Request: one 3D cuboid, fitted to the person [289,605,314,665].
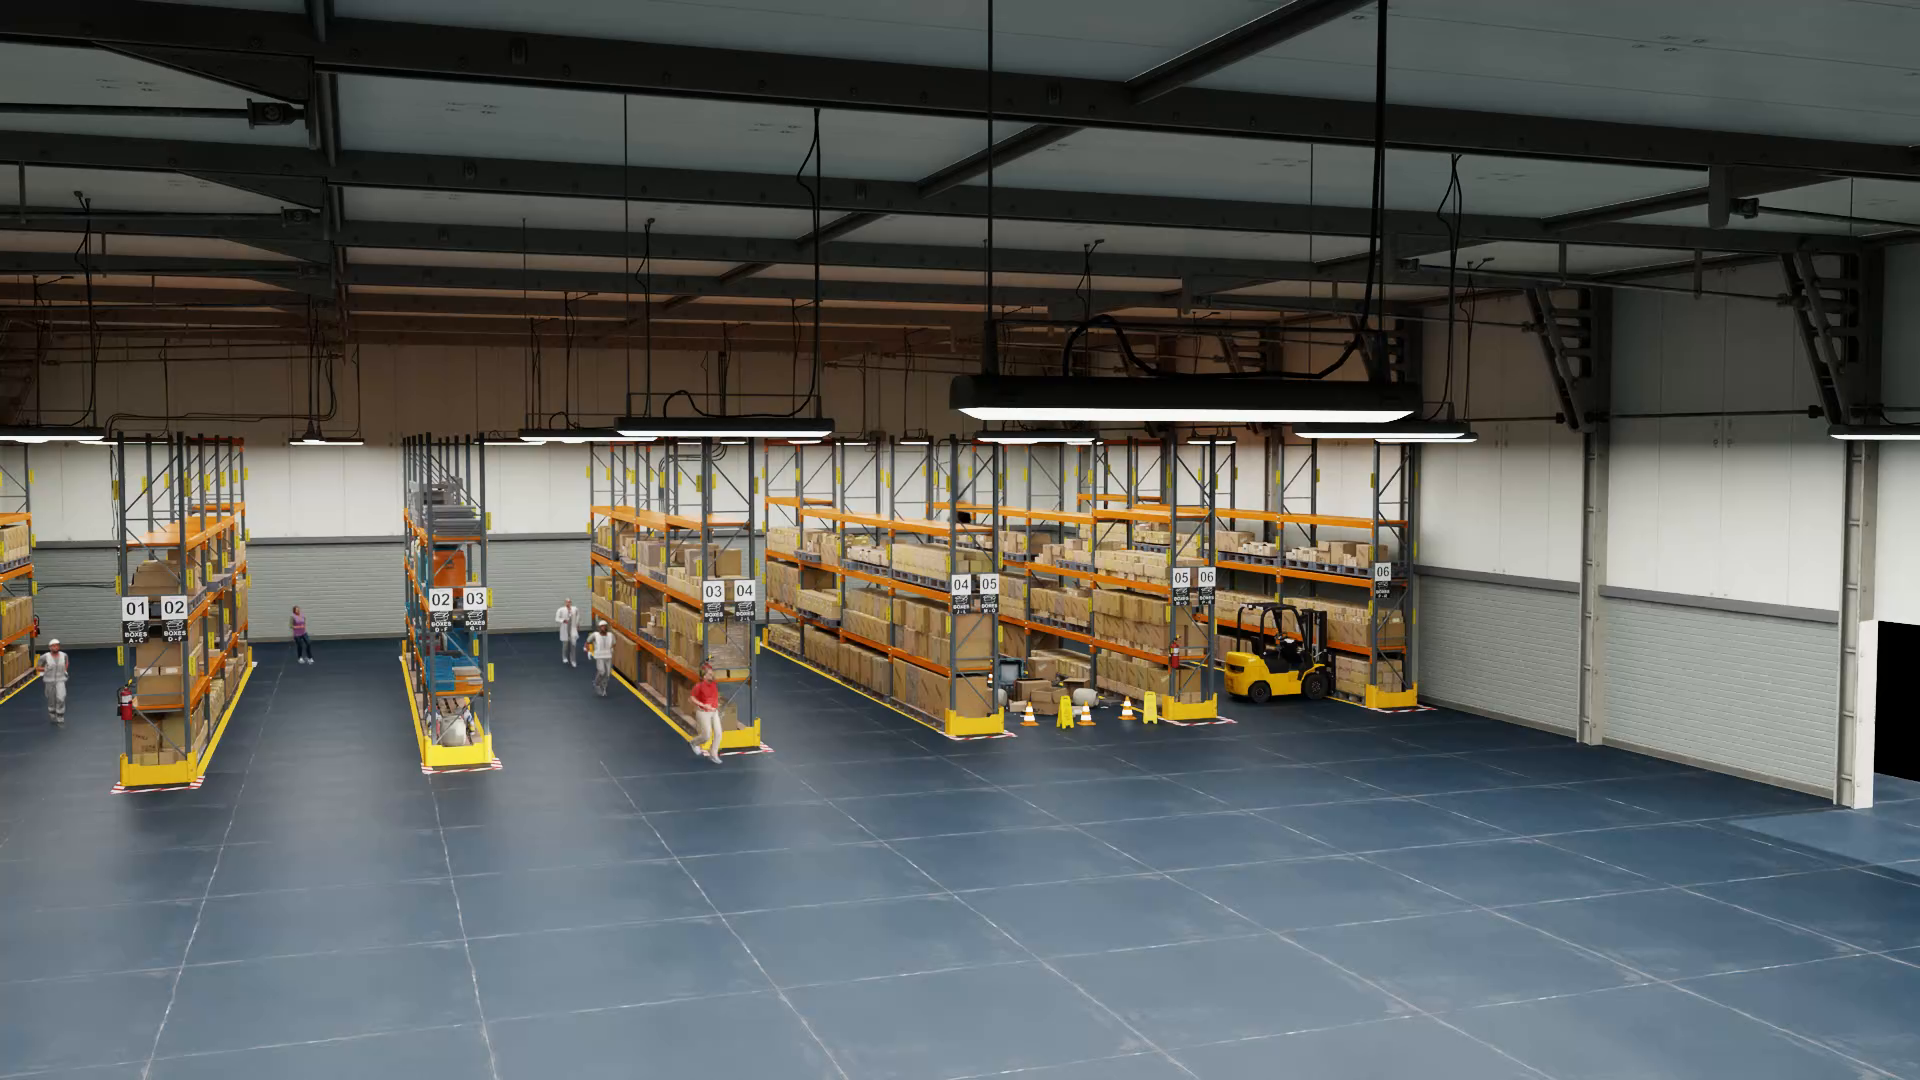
[{"bbox_3d":[-17.441,2.565,43.926,0.576,1.513,0.631,-3,4,-44],"label":"person"}]

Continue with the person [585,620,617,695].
[{"bbox_3d":[-8.183,2.717,38.172,0.670,1.739,0.636,-2,4,-33],"label":"person"}]

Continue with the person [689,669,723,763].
[{"bbox_3d":[-4.640,3.210,30.392,0.766,1.732,0.700,3,4,41],"label":"person"}]

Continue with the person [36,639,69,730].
[{"bbox_3d":[-18.563,2.944,34.038,0.620,1.841,0.832,-2,4,-35],"label":"person"}]

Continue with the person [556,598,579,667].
[{"bbox_3d":[-10.301,2.422,43.693,0.640,1.835,0.908,-1,3,-19],"label":"person"}]
